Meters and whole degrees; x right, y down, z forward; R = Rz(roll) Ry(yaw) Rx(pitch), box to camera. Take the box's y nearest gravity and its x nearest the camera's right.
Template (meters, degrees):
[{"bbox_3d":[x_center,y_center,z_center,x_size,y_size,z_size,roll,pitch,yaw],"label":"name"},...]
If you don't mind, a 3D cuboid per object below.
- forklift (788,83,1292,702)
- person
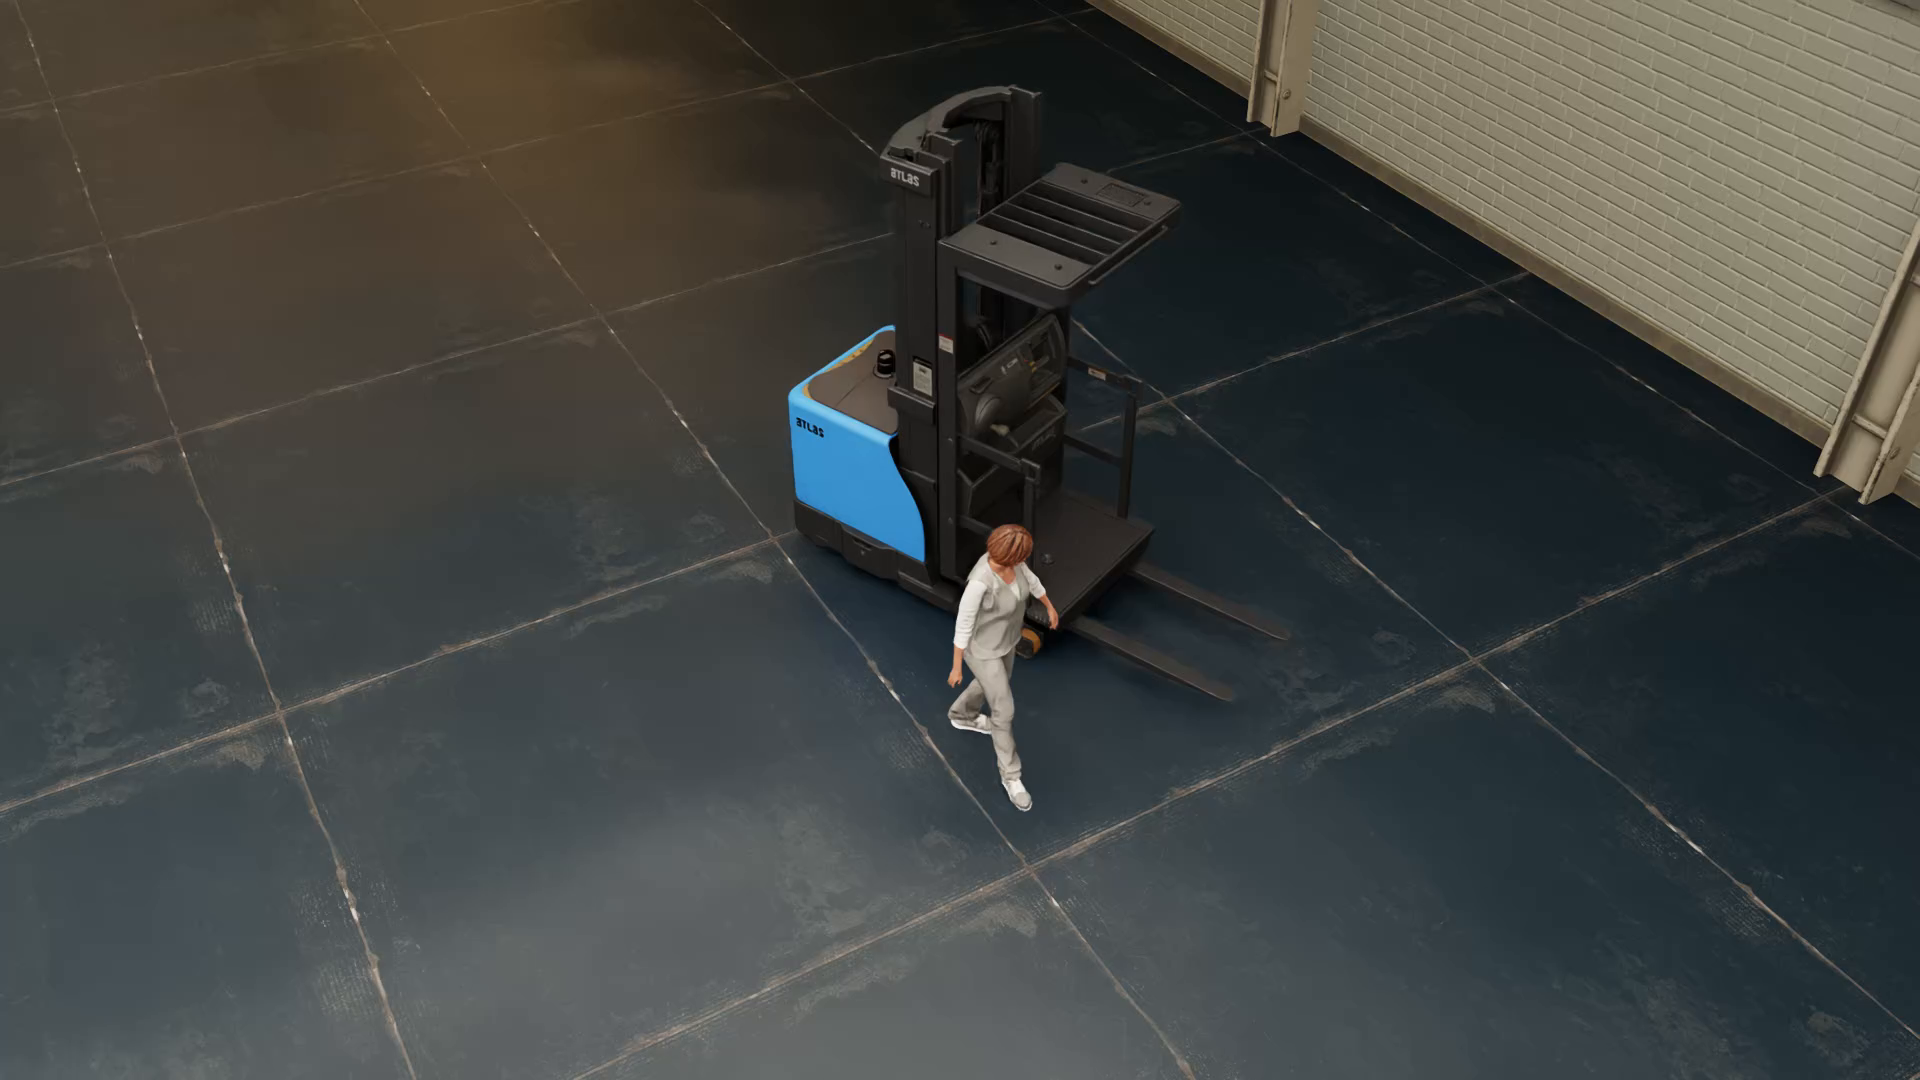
[{"bbox_3d":[0.460,-0.841,9.050,3.031,2.935,1.130,26,46,28],"label":"forklift"},{"bbox_3d":[0.219,0.537,8.475,0.672,1.554,0.666,20,44,22],"label":"person"}]
